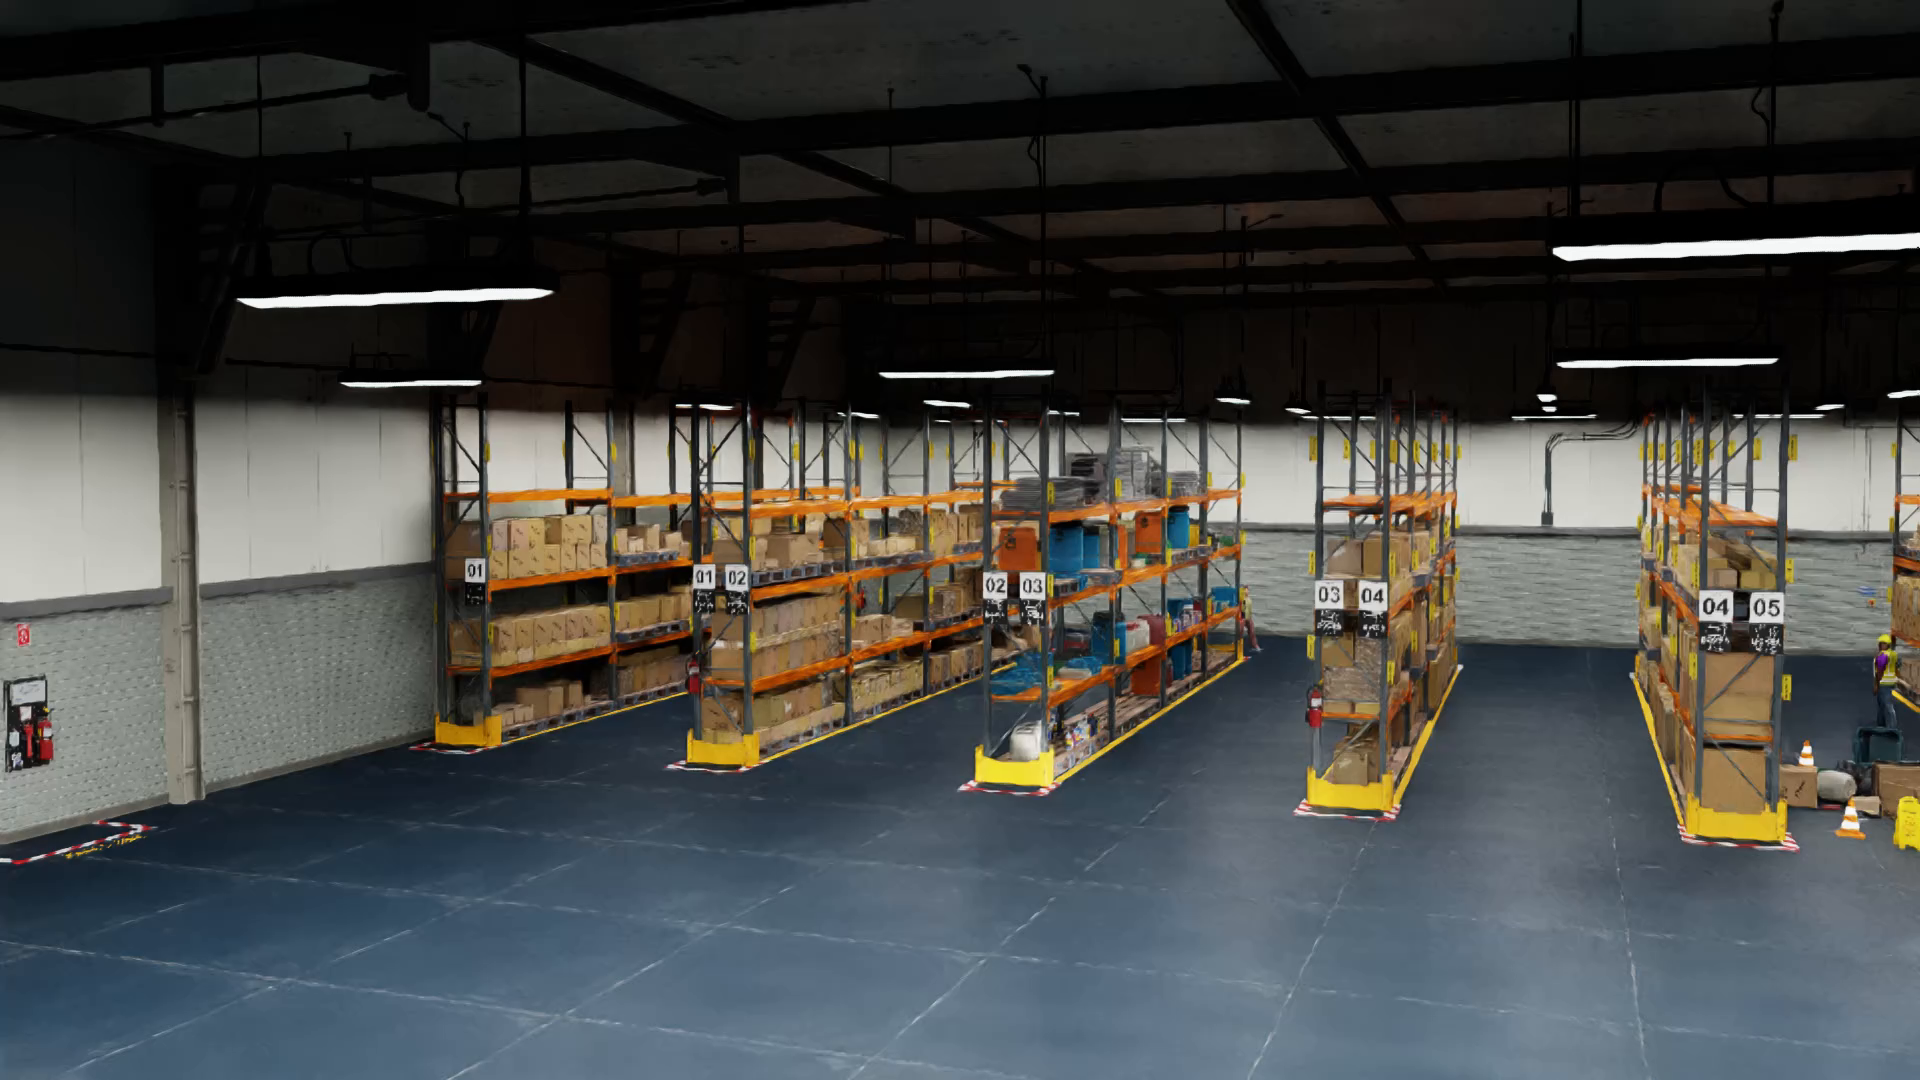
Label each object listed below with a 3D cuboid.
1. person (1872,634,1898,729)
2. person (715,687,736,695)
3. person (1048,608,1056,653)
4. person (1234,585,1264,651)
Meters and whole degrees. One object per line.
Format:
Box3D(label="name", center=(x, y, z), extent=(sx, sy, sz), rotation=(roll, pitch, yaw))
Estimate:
Box3D(label="person", center=(16.288, 2.543, 29.365), extent=(0.587, 1.763, 0.677), rotation=(3, 4, 43))
Box3D(label="person", center=(-4.420, 2.452, 31.635), extent=(0.579, 1.732, 1.042), rotation=(1, 3, 19))
Box3D(label="person", center=(2.095, 2.127, 38.673), extent=(0.341, 1.605, 0.559), rotation=(0, 3, 9))
Box3D(label="person", center=(7.158, 1.947, 41.540), extent=(0.688, 1.658, 0.567), rotation=(-2, 4, -32))
